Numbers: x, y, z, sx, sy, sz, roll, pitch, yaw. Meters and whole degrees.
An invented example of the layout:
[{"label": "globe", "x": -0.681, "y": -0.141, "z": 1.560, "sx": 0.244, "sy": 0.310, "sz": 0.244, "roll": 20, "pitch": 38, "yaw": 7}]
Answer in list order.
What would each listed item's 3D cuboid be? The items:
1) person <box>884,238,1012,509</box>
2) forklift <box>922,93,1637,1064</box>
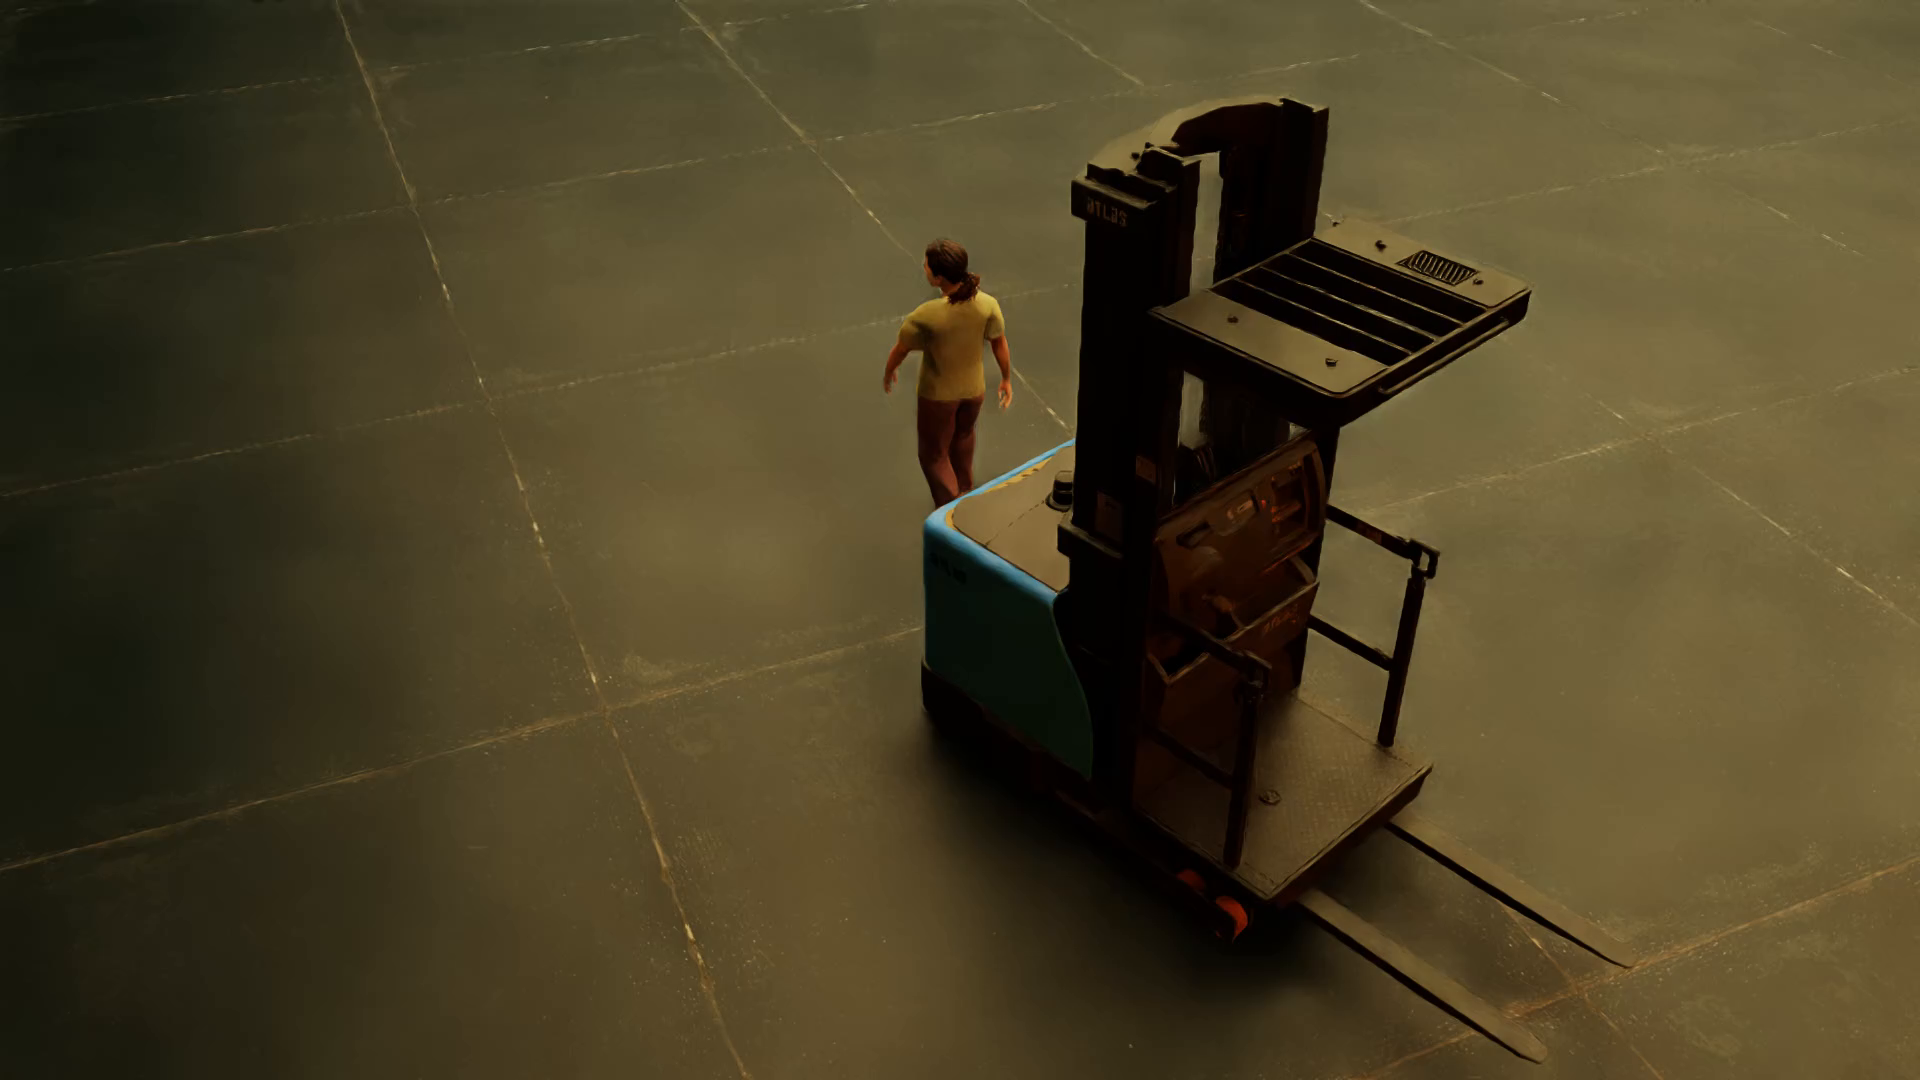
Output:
[{"label": "person", "x": -0.079, "y": -0.798, "z": 8.342, "sx": 0.586, "sy": 1.638, "sz": 0.713, "roll": -17, "pitch": 39, "yaw": -23}, {"label": "forklift", "x": 1.205, "y": 0.014, "z": 6.079, "sx": 1.130, "sy": 2.935, "sz": 3.031, "roll": -28, "pitch": 44, "yaw": -34}]
